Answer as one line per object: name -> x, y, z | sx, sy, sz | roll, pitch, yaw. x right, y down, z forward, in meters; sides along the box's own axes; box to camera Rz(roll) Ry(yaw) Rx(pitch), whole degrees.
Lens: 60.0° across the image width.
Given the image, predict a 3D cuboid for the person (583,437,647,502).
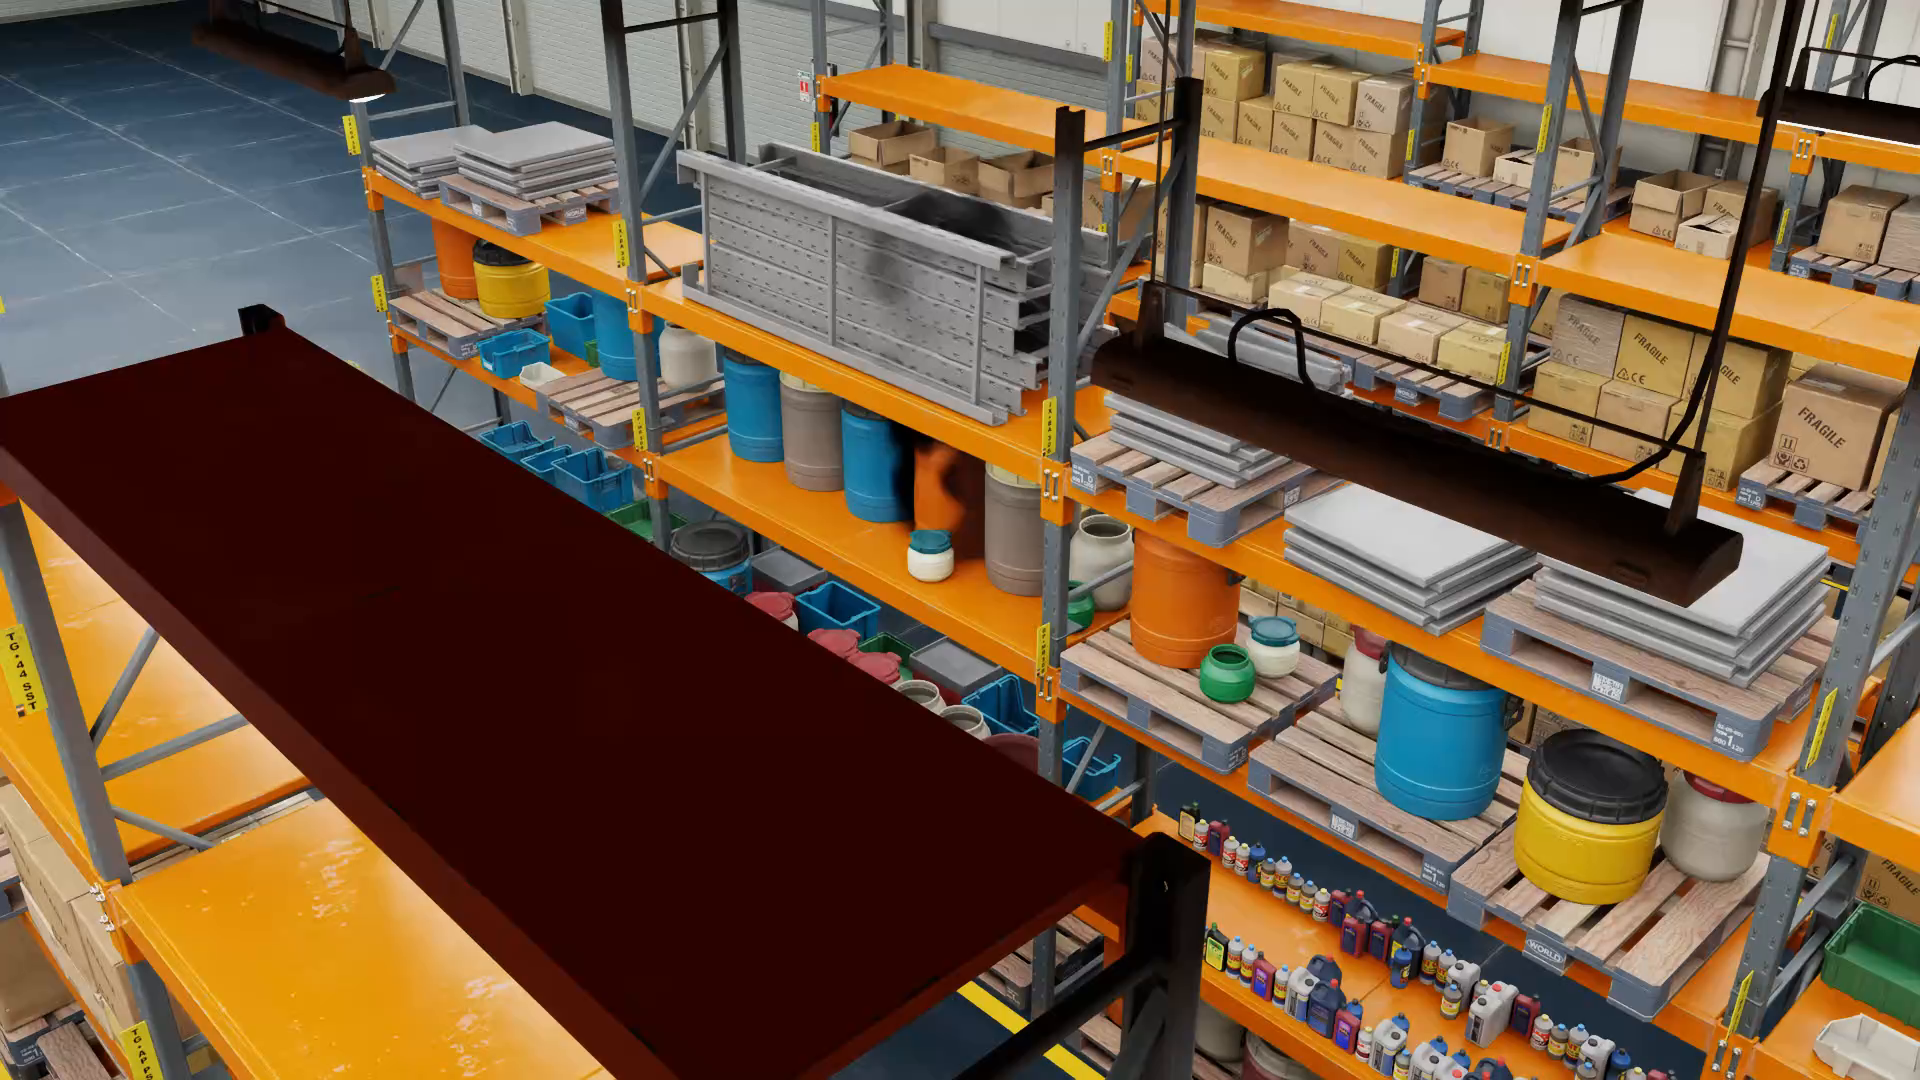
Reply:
person -> -3.463, -0.894, 16.717 | 0.650, 1.791, 0.656 | 12, 30, 21
